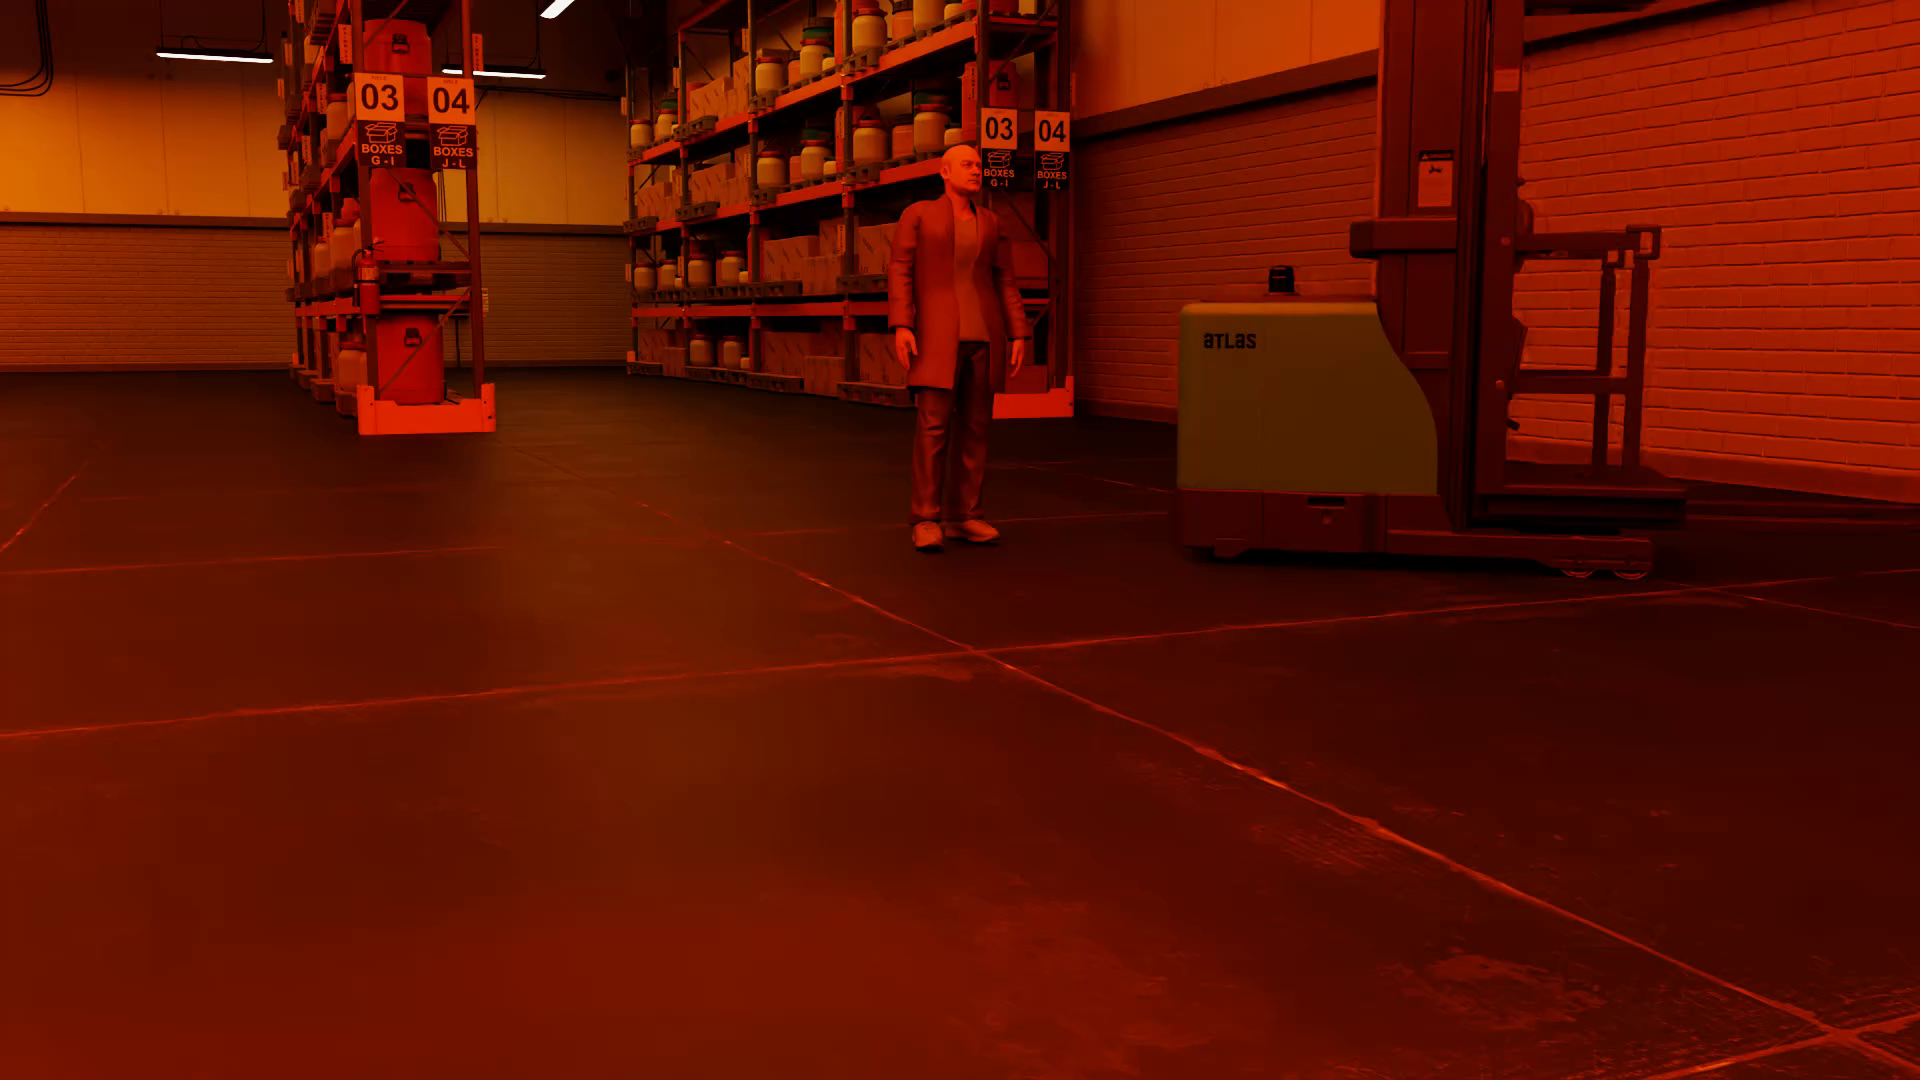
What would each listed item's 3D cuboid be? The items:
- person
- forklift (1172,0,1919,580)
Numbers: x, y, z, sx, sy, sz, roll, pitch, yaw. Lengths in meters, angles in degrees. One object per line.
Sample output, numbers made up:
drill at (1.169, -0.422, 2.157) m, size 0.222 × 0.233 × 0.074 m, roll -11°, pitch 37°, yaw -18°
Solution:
person at (0.033, -0.877, 7.452) m, size 0.696 × 1.777 × 0.579 m, roll -3°, pitch 8°, yaw -23°
forklift at (2.468, -1.374, 6.859) m, size 3.031 × 2.935 × 1.130 m, roll 2°, pitch 8°, yaw 14°
